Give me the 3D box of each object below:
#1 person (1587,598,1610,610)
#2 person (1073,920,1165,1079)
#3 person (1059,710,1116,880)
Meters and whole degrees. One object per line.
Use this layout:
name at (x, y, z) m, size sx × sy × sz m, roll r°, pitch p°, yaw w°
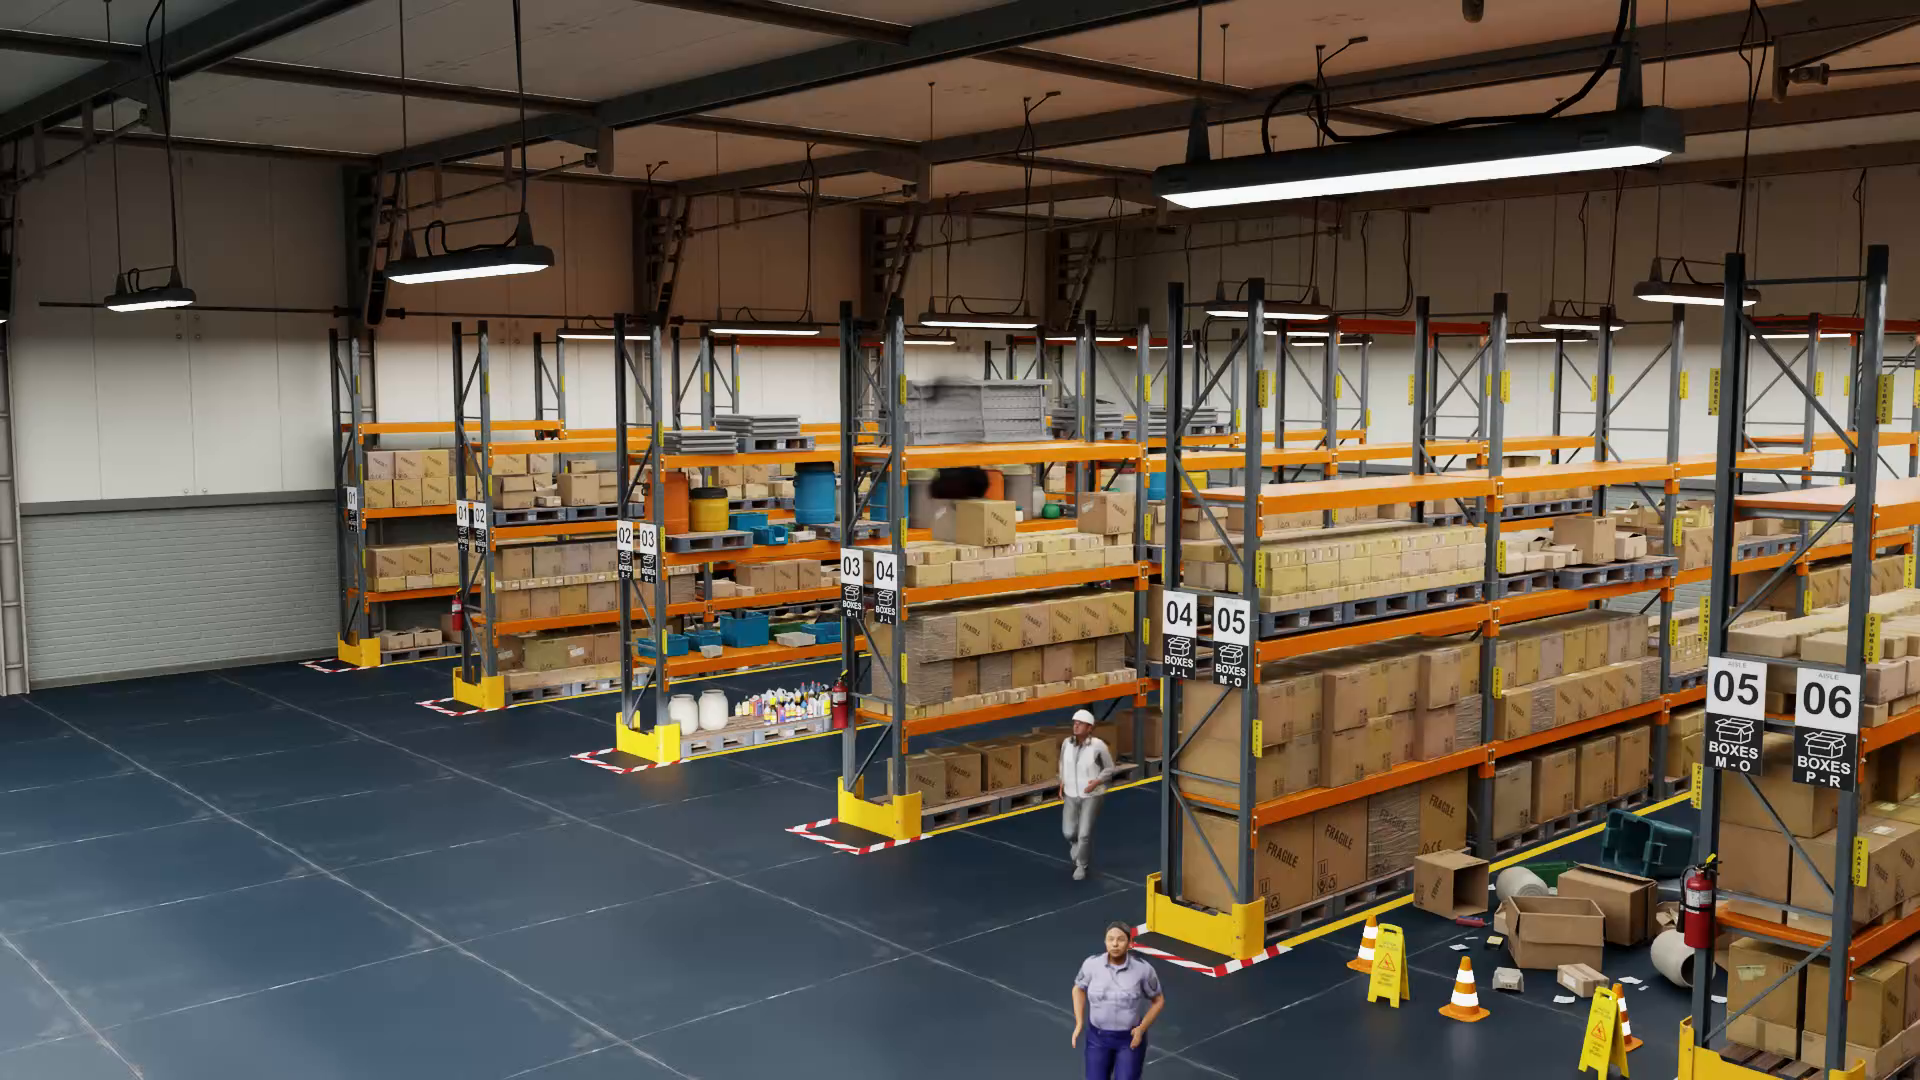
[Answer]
person at (11.878, 1.283, 31.104) m, size 0.621 × 1.646 × 0.528 m, roll -2°, pitch 6°, yaw -17°
person at (1.037, 3.301, 10.981) m, size 0.620 × 1.594 × 0.559 m, roll 1°, pitch 6°, yaw 13°
person at (1.284, 2.615, 17.170) m, size 0.656 × 1.745 × 0.626 m, roll 3°, pitch 6°, yaw 26°
